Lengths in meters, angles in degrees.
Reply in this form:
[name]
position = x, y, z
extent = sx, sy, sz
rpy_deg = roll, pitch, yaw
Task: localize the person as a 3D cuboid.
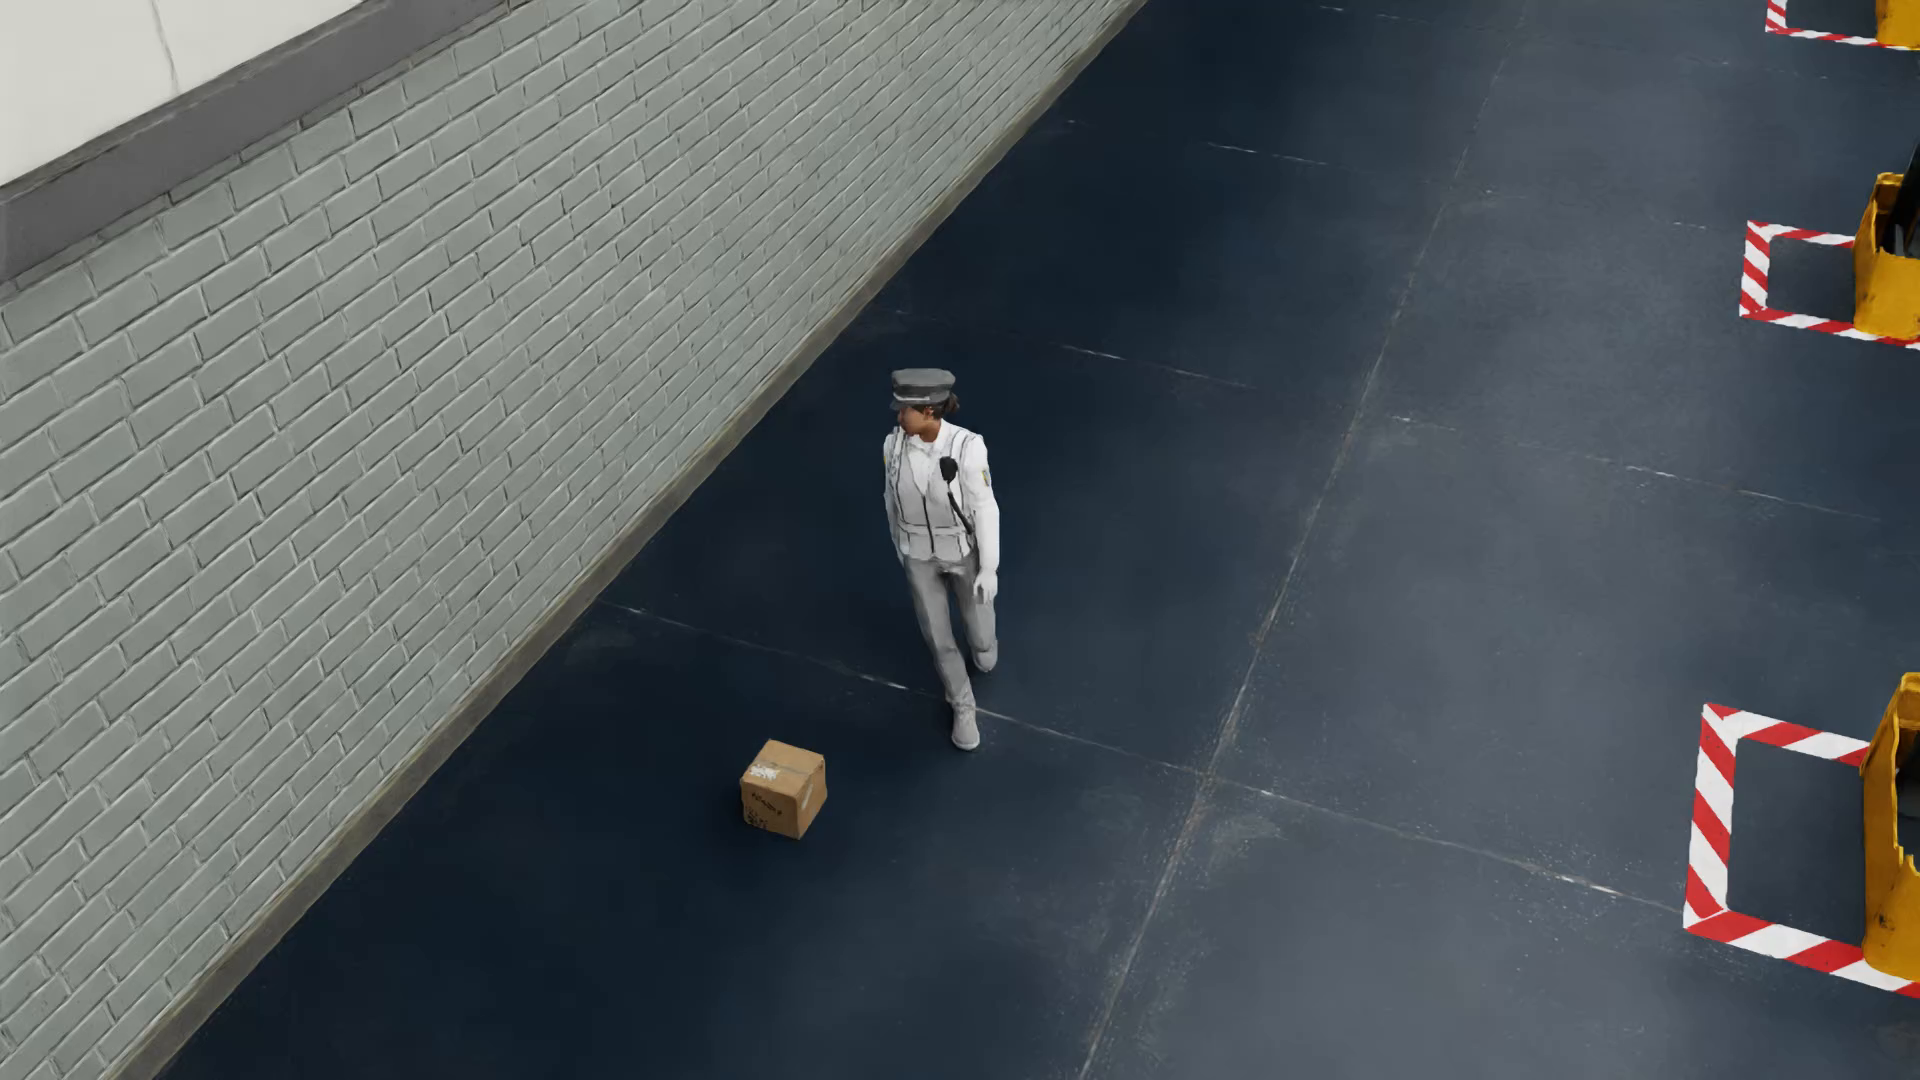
[person]
position = -0.078, 0.045, 6.783
extent = 0.518, 1.623, 0.638
rpy_deg = 8, 38, 10
